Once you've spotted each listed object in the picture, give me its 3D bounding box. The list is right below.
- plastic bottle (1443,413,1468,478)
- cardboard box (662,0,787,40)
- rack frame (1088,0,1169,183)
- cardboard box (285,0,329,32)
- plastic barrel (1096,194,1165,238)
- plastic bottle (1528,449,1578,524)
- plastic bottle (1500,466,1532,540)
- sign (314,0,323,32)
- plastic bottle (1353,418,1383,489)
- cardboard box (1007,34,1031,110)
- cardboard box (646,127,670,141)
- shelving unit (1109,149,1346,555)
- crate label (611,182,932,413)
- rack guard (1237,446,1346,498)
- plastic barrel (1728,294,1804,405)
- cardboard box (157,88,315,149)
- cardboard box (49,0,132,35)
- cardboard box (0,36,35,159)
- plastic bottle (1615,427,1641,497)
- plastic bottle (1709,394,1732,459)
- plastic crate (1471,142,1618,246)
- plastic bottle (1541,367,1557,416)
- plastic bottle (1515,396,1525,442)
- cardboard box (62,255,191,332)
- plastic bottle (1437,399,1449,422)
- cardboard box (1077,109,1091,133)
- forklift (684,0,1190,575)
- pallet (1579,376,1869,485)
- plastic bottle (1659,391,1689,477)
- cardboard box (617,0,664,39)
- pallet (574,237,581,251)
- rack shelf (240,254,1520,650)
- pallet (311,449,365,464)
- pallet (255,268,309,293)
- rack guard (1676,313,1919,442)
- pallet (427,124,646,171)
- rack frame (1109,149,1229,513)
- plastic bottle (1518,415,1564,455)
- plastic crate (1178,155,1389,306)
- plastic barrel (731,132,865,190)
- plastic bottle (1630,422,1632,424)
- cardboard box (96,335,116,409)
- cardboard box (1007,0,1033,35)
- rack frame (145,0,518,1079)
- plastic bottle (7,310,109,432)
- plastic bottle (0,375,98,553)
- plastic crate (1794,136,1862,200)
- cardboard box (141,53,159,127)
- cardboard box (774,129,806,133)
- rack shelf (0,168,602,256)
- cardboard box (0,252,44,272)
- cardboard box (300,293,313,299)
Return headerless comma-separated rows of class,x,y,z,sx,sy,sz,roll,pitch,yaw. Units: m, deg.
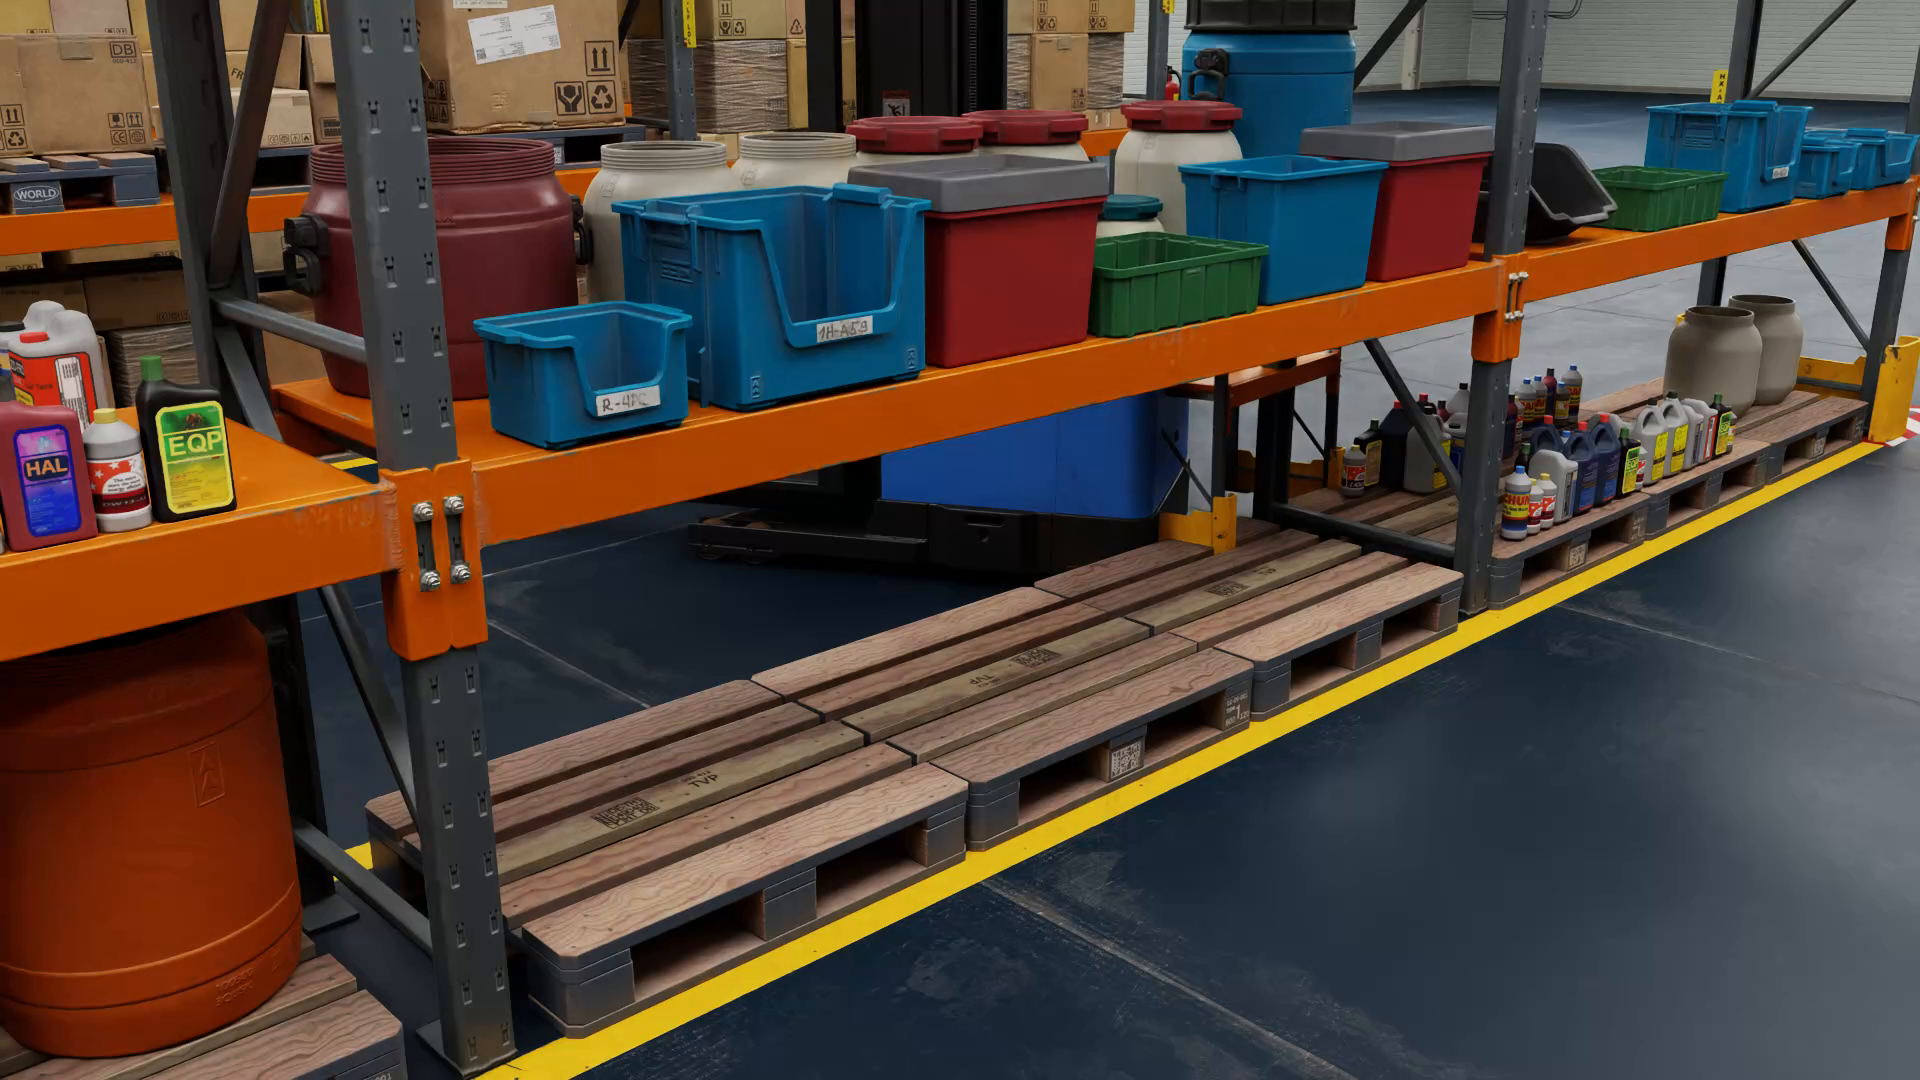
plastic bottle,2.099,-0.393,7.035,0.135,0.276,0.152,-16,24,-41
cardboard box,-1.331,-3.078,9.349,0.500,0.500,0.500,-16,24,-41
rack frame,1.073,-3.223,12.061,0.127,3.000,1.000,-16,24,-41
cardboard box,-4.876,-4.163,12.968,0.550,0.550,0.875,-16,24,-41
plastic barrel,0.503,-0.953,5.285,0.301,0.262,0.301,0,18,0
plastic bottle,2.319,-0.223,6.511,0.135,0.276,0.152,-15,23,-39
plastic bottle,2.103,-0.146,6.281,0.097,0.271,0.097,0,18,0
sign,-4.788,-3.902,12.406,0.005,0.325,0.100,-16,24,-41
plastic bottle,1.693,-0.358,6.917,0.133,0.283,0.061,-15,23,-38
cardboard box,-0.019,-3.072,10.952,0.500,0.500,0.875,-16,24,-41
cardboard box,-1.879,-2.367,9.829,0.250,0.149,0.380,-16,24,-41
shelving unit,1.065,-0.796,6.597,0.587,1.500,1.083,10,19,35
crate label,-0.429,-0.584,3.866,0.616,0.435,0.502,-16,24,-41
rack guard,1.364,-0.302,7.149,0.587,0.250,0.087,10,19,35
plastic barrel,4.051,-0.972,8.473,0.421,0.512,0.421,0,18,0
cardboard box,-3.364,-1.959,7.727,0.500,0.250,0.500,17,25,42
cardboard box,-6.264,-3.708,11.775,0.500,0.500,0.700,-16,24,-40
cardboard box,-4.375,-1.898,7.133,0.500,0.500,0.500,14,23,37
plastic bottle,2.727,-0.326,6.817,0.133,0.283,0.061,-15,23,-38
plastic bottle,3.371,-0.514,7.396,0.133,0.283,0.061,-16,24,-40
plastic crate,2.038,-1.318,6.287,0.504,0.338,0.767,-16,24,-41
plastic bottle,2.768,-0.672,7.883,0.133,0.283,0.061,-16,24,-40
plastic bottle,2.551,-0.562,7.677,0.097,0.201,0.097,0,18,0
cardboard box,-3.895,-1.168,7.847,0.500,0.250,0.500,-13,22,-35
plastic bottle,2.069,-0.468,7.255,0.133,0.283,0.061,-14,23,-37
cardboard box,0.680,-2.879,11.409,0.250,0.149,0.380,-16,24,-41
forklift,-0.599,-1.447,6.696,3.031,2.935,1.130,5,19,15
pallet,3.859,-0.589,8.458,1.213,0.211,1.003,-16,24,-41
plastic bottle,3.023,-0.462,7.127,0.185,0.351,0.144,-15,23,-39
cardboard box,-1.695,-3.197,9.715,0.500,0.500,0.500,-16,24,-41
pallet,-3.674,-2.585,14.615,1.213,0.211,1.003,-16,24,-41
rack shelf,0.117,-0.499,4.827,4.000,0.370,1.077,-16,24,-41
pallet,-3.285,-0.623,8.565,1.213,0.211,1.003,-16,24,-41
pallet,-5.676,-2.001,12.814,1.213,0.211,1.003,-16,24,-41
rack guard,4.453,-0.897,8.941,0.348,0.500,1.175,-16,24,-41
pallet,-2.488,-2.154,9.077,1.213,0.211,1.003,-16,24,-41
rack frame,0.773,-0.687,6.207,0.500,1.500,0.032,10,19,35
plastic bottle,2.342,-0.325,6.704,0.185,0.351,0.144,-16,24,-41
plastic crate,0.982,-0.954,5.090,0.575,0.384,0.392,-16,24,-41
plastic barrel,-0.430,-0.826,4.487,0.421,0.512,0.421,0,18,0
plastic bottle,2.908,-0.409,7.205,0.097,0.201,0.097,0,18,0
cardboard box,-4.266,-0.694,7.602,0.700,0.500,0.500,16,24,41
cardboard box,0.119,-3.503,10.659,0.500,0.500,0.500,-16,24,-41
rack frame,-1.337,-0.417,3.409,0.127,3.000,1.000,-16,24,-41
plastic bottle,-1.769,-0.305,3.263,0.135,0.276,0.152,-16,24,-41
plastic bottle,-1.505,-0.132,2.717,0.133,0.283,0.061,-16,24,-41
plastic crate,3.842,-1.732,7.706,0.408,0.251,0.499,-16,24,-41
cardboard box,-5.730,-3.278,12.069,0.500,0.500,0.500,-17,24,-41
cardboard box,-1.117,-2.343,9.755,0.250,0.149,0.380,-16,24,-41
rack shelf,-3.286,-1.609,8.250,4.000,0.370,1.077,-16,24,-41
cardboard box,-6.937,-2.085,11.518,0.750,0.750,1.050,-16,24,-40
cardboard box,-3.060,-1.054,8.713,0.700,0.500,0.500,15,23,39
